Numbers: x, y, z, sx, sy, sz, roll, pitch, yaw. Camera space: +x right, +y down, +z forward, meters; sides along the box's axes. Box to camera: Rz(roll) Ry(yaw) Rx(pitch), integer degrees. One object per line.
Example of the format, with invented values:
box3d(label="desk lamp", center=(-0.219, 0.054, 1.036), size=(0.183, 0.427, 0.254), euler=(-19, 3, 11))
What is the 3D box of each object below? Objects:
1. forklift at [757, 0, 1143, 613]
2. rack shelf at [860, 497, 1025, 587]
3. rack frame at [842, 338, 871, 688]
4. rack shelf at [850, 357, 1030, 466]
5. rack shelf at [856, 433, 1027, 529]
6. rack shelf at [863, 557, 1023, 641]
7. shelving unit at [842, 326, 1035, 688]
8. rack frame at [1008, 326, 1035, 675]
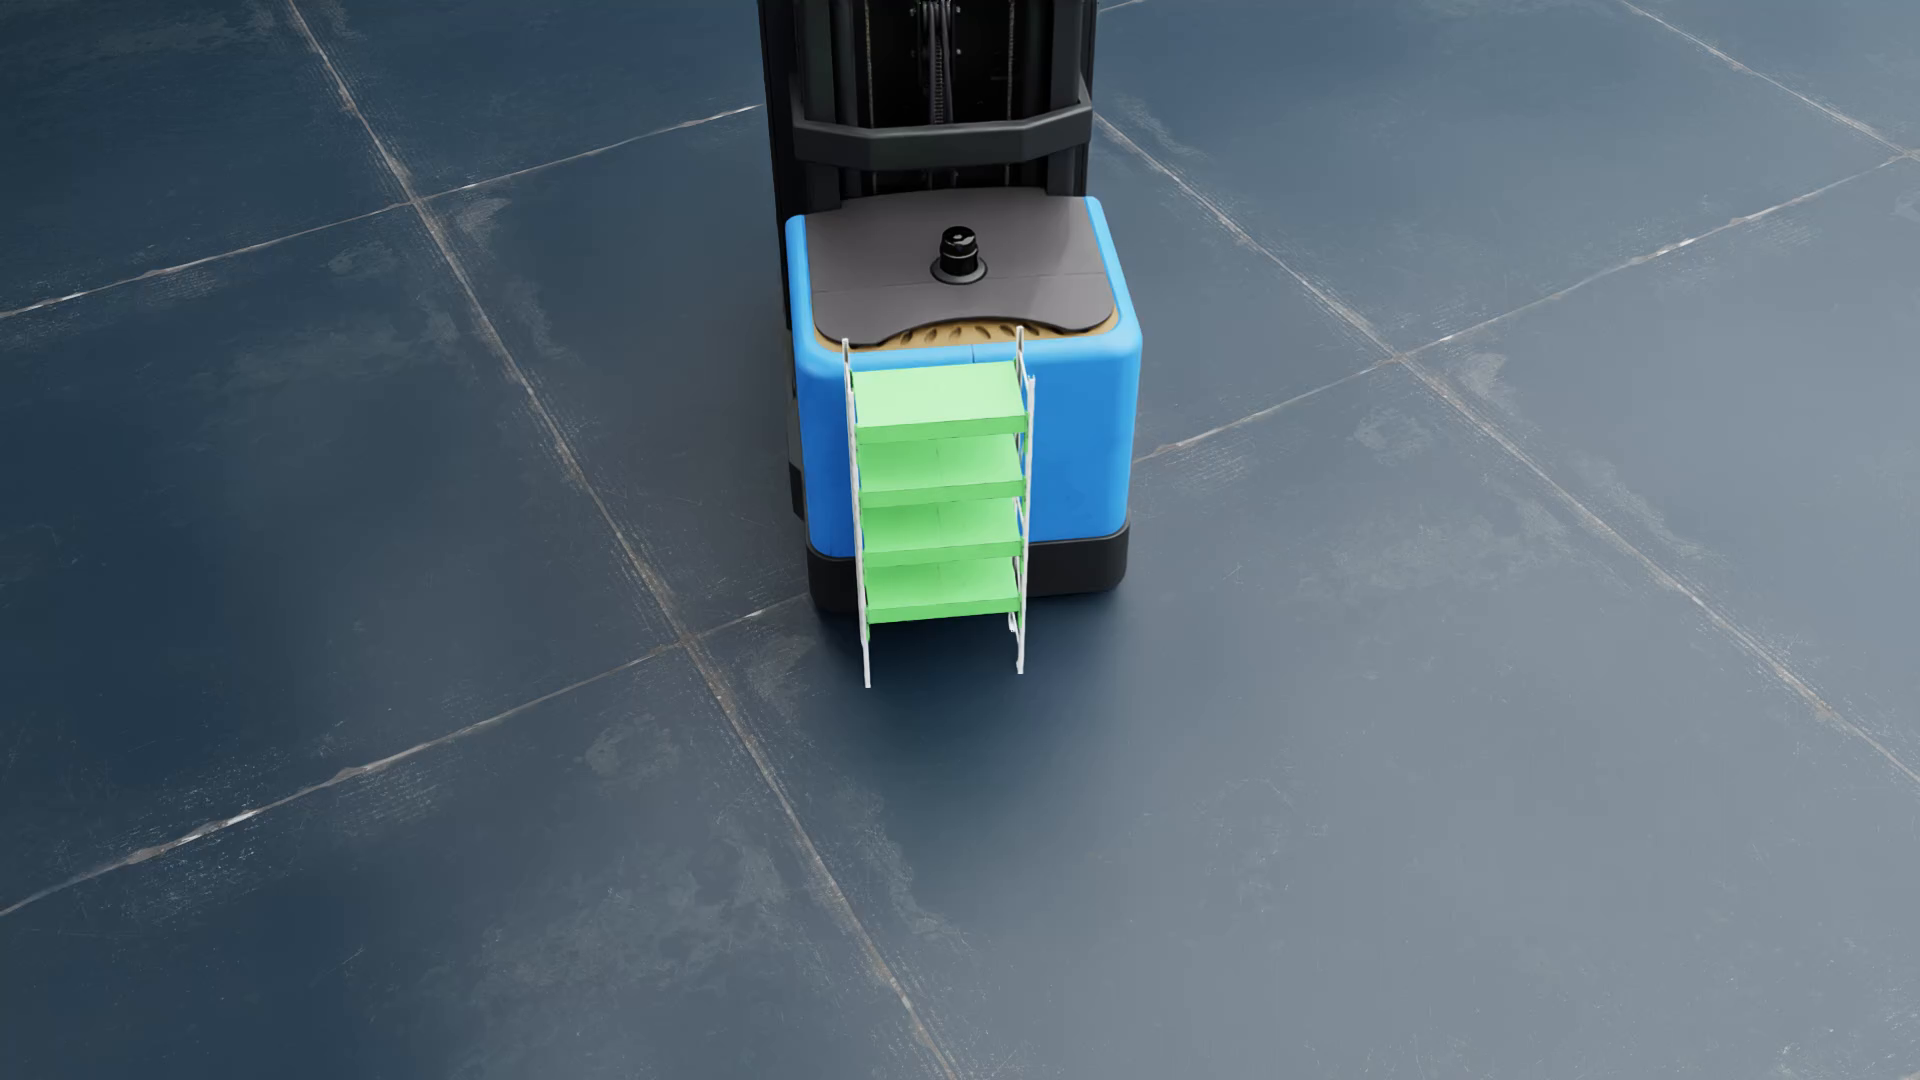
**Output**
box3d(label="forklift", center=(-0.132, -1.845, 5.547), size=(1.130, 2.935, 3.031), euler=(-5, 44, -5))
box3d(label="rack shelf", center=(-0.062, -0.018, 4.999), size=(0.480, 0.148, 0.258), euler=(-5, 44, -5))
box3d(label="rack frame", center=(-0.304, -0.044, 4.934), size=(0.015, 1.200, 0.240), euler=(-5, 44, -5))
box3d(label="rack shelf", center=(-0.062, -0.362, 4.664), size=(0.480, 0.148, 0.258), euler=(-5, 44, -5))
box3d(label="rack shelf", center=(-0.062, -0.190, 4.831), size=(0.480, 0.148, 0.258), euler=(-5, 44, -5))
box3d(label="rack shelf", center=(-0.062, 0.154, 5.166), size=(0.480, 0.148, 0.258), euler=(-5, 44, -5))
box3d(label="shelving unit", center=(-0.062, -0.064, 4.954), size=(0.503, 1.200, 0.258), euler=(-5, 44, -5))
box3d(label="rack frame", center=(0.180, -0.083, 4.974), size=(0.015, 1.200, 0.240), euler=(-5, 44, -5))
